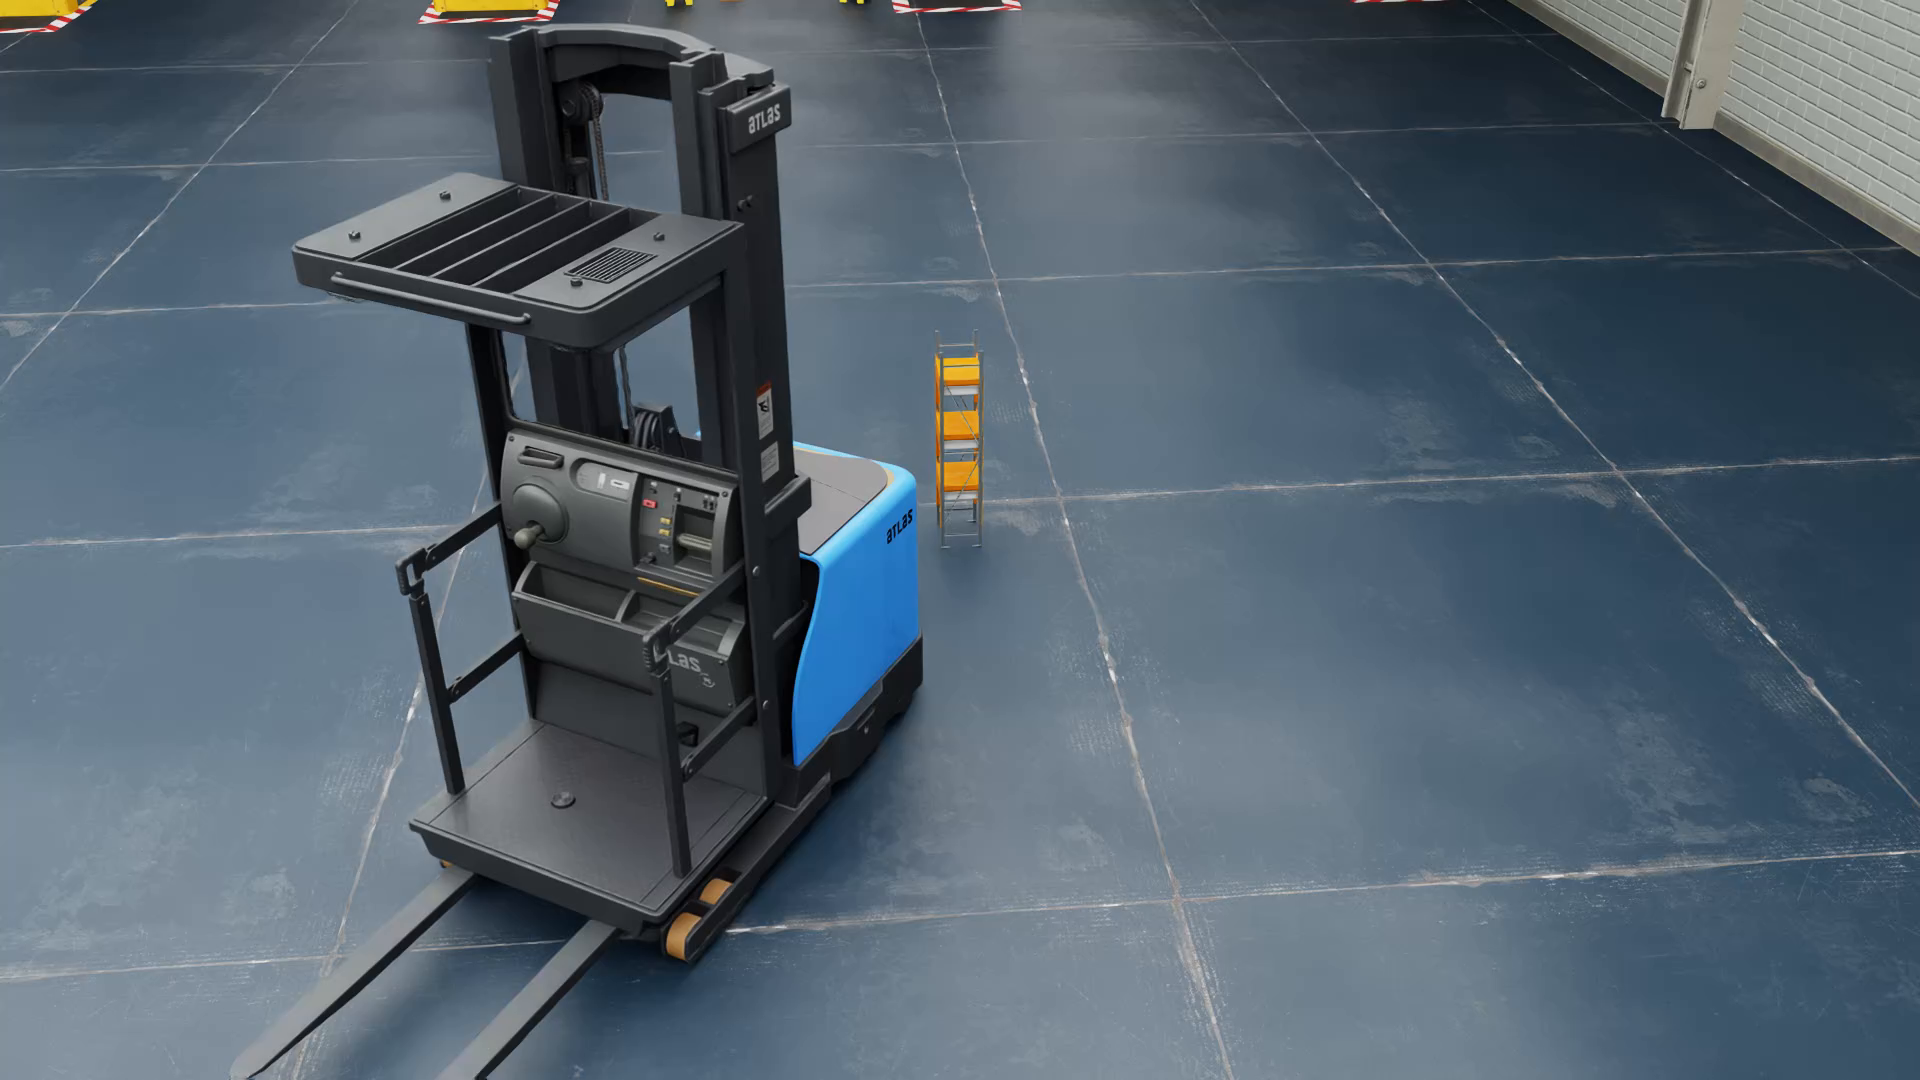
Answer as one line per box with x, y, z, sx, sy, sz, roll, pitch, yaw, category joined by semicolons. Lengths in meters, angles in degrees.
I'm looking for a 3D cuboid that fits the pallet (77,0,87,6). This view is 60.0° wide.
-10.007;-6.082;18.226;1.003;0.211;1.213;-3;31;-5;pallet

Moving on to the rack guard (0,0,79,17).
-9.966;-5.789;17.455;1.175;0.500;0.348;-3;31;-5;rack guard

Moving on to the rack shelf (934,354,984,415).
-0.005;-0.713;7.886;0.215;0.259;0.240;-3;31;-5;rack shelf

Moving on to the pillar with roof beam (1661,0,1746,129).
1.956;-7.243;11.600;9.100;9.000;0.400;-3;31;-5;pillar with roof beam

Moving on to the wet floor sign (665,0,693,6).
-3.037;-6.079;17.798;0.267;0.644;0.232;-8;32;-13;wet floor sign

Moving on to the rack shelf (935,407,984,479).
-0.005;-0.469;8.032;0.215;0.259;0.240;-3;31;-5;rack shelf

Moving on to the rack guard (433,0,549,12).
-5.009;-5.924;17.681;1.175;0.500;0.348;-3;31;-5;rack guard

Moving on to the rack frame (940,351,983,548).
0.006;-0.416;7.922;0.200;1.050;0.008;-3;31;-5;rack frame

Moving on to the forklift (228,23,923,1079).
-1.266;-0.052;5.478;1.130;2.935;3.031;14;34;22;forklift

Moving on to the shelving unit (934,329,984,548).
-0.005;-0.478;8.027;0.215;1.050;0.252;-3;31;-5;shelving unit

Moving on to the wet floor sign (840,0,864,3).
-1.140;-6.139;17.899;0.267;0.644;0.232;8;32;13;wet floor sign

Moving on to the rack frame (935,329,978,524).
-0.016;-0.540;8.131;0.200;1.050;0.008;-3;31;-5;rack frame

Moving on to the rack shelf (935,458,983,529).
-0.005;-0.230;8.174;0.215;0.259;0.240;-3;31;-5;rack shelf
